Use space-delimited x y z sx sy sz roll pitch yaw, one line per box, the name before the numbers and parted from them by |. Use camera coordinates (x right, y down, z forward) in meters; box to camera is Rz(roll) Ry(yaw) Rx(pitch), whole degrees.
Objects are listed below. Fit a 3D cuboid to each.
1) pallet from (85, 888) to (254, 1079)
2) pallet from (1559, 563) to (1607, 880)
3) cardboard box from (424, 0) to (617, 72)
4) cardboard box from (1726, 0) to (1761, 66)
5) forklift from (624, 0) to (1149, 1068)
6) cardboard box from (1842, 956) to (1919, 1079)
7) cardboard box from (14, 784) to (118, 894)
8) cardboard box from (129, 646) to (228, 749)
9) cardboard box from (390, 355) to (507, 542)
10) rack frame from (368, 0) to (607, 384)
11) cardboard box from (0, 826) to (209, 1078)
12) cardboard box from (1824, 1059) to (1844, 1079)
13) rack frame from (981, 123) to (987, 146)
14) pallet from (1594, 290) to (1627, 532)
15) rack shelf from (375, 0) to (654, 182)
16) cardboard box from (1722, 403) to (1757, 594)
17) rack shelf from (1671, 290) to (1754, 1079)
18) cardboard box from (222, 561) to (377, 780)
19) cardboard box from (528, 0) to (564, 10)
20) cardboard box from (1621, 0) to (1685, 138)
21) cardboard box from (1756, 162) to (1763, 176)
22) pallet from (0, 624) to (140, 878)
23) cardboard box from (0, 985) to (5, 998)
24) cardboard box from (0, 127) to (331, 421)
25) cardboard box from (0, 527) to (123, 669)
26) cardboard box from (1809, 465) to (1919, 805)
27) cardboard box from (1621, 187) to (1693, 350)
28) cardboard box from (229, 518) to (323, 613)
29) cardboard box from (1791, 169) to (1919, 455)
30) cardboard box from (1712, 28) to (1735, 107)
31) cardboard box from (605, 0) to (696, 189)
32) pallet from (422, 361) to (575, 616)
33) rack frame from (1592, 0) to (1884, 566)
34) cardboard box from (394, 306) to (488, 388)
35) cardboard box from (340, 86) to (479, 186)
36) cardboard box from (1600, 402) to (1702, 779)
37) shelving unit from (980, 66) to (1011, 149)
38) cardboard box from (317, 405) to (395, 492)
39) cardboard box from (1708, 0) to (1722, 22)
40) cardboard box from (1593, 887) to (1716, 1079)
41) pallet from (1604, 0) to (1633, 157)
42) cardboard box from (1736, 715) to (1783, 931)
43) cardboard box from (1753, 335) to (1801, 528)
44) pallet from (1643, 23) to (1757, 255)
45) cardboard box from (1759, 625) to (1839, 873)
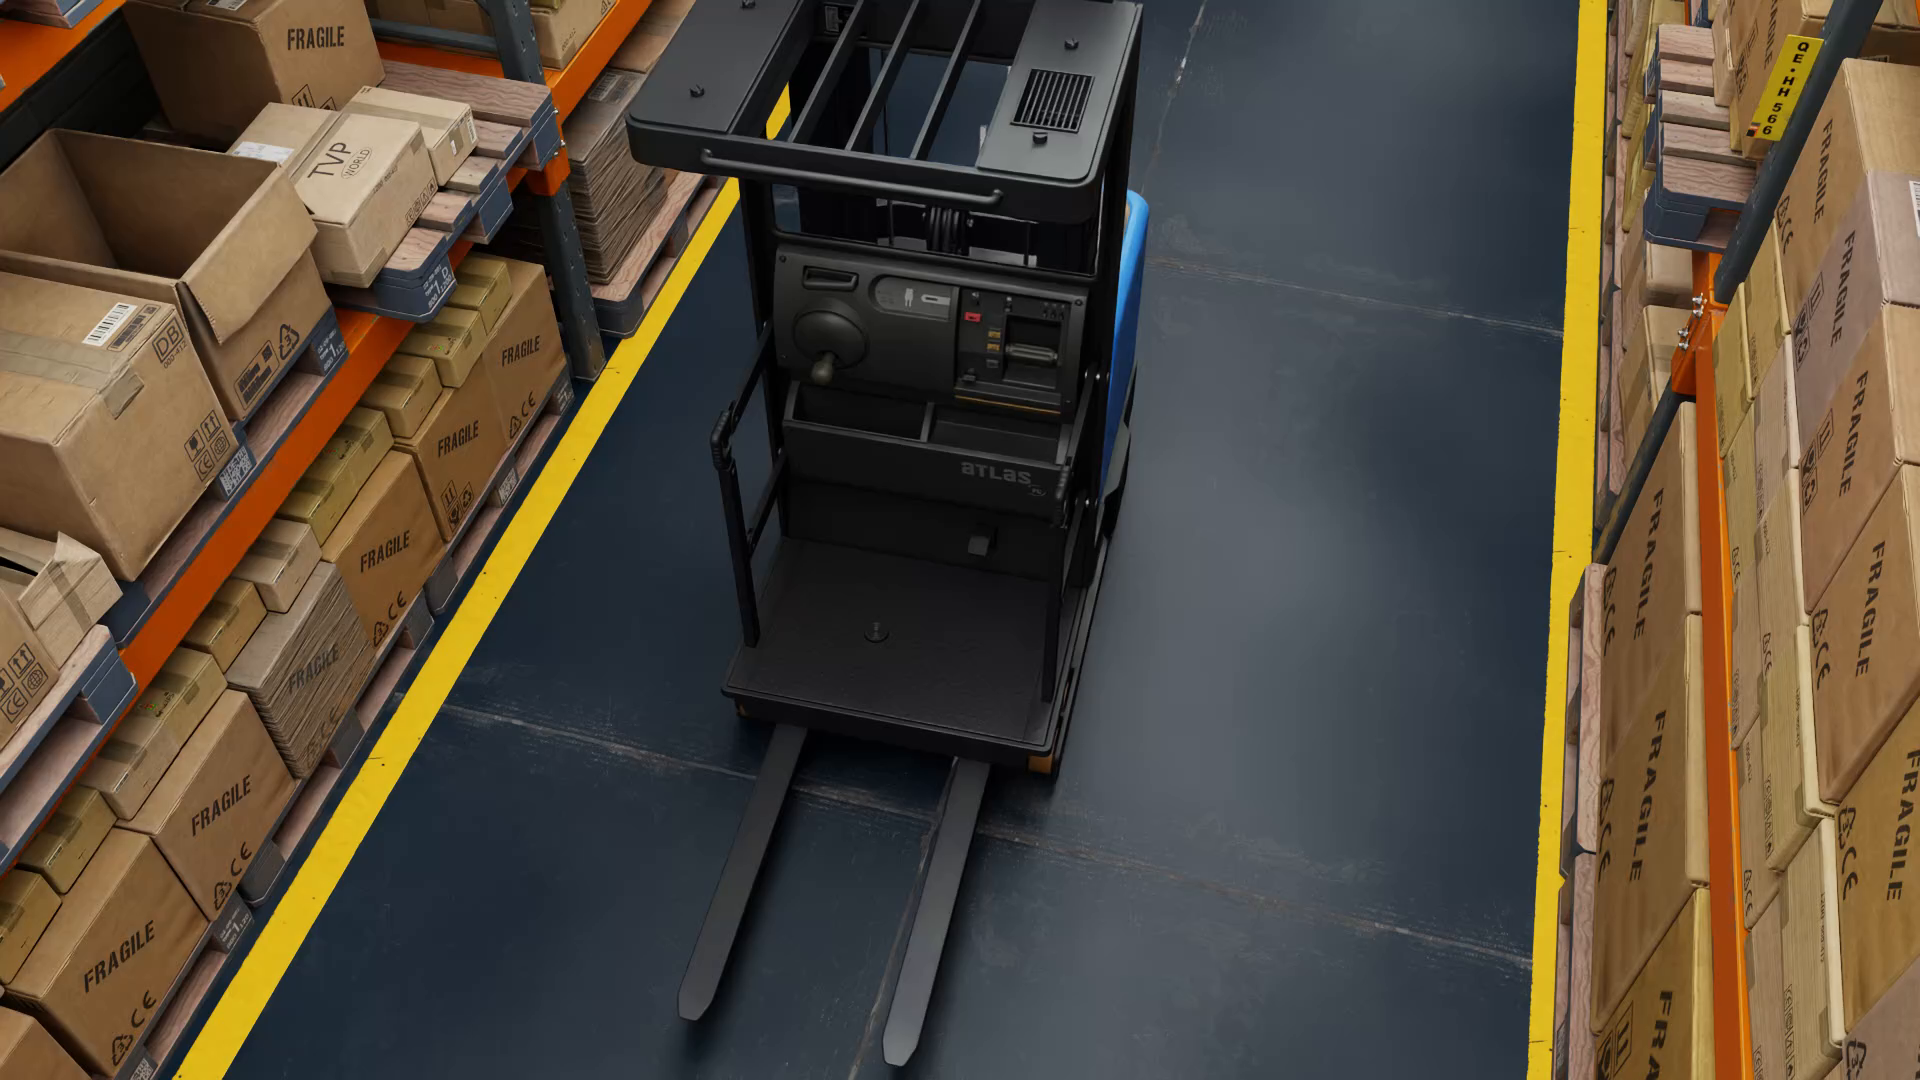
pallet | -2.837 1.443 4.835 1.003 0.211 1.213 12 50 10
pallet | 2.548 0.678 5.511 1.003 0.211 1.213 12 50 10
cardboard box | -1.609 -2.000 6.115 0.500 0.250 0.500 12 50 10
cardboard box | 2.805 -1.830 5.320 0.500 0.500 0.500 11 49 9
forklift | -0.141 -0.510 4.745 1.130 2.935 3.031 10 49 9
cardboard box | 1.779 0.981 2.650 0.500 0.500 0.500 12 50 11
cardboard box | -2.550 0.779 4.517 0.380 0.149 0.250 11 49 9
cardboard box | -2.380 0.426 4.828 0.380 0.149 0.250 13 50 11
cardboard box | -2.008 -0.380 5.972 0.500 0.500 0.500 11 49 9
rack frame | -1.962 -1.777 5.818 1.000 3.000 0.127 12 50 10
cardboard box | -2.540 1.112 4.655 0.500 0.500 0.500 11 49 10
cardboard box | 1.781 1.248 2.915 0.500 0.250 0.500 13 50 11
rack frame | 0.192 -1.072 6.391 0.240 1.200 0.015 10 49 9
pallet | 3.035 -0.442 6.500 1.003 0.211 1.213 12 50 10
rack shelf | -1.435 -2.985 7.364 1.077 0.370 4.000 12 50 10
cardboard box | 2.338 -0.071 4.412 0.500 0.250 0.500 10 49 9
rack shelf | 2.301 0.885 3.948 1.077 0.370 4.000 12 50 10
cardboard box | -2.262 0.378 5.303 0.500 0.500 0.500 10 49 9
cardboard box | -1.585 -2.160 5.923 0.500 0.250 0.500 12 50 10
cardboard box | 3.559 -2.062 7.542 0.950 0.372 0.625 14 50 12
cardboard box | 2.687 -1.139 5.142 0.380 0.149 0.250 13 50 11
pallet | -2.699 0.623 3.827 1.003 0.211 1.213 12 50 10
cardboard box | -2.665 1.167 4.173 0.380 0.149 0.250 10 49 9
cardboard box | -2.213 -0.733 4.547 0.797 0.503 0.637 11 49 9
cardboard box | -2.279 0.093 3.977 0.396 0.266 0.258 14 50 12
cardboard box | 2.054 0.241 3.303 0.500 0.500 0.500 12 50 11
cardboard box | 3.173 -1.012 6.615 0.950 0.372 0.625 11 49 9
cardboard box | -2.224 0.057 5.153 0.380 0.149 0.250 9 49 8
cardboard box | 2.341 -0.495 3.952 0.500 0.500 0.500 12 50 10
cardboard box | 2.711 -1.539 5.495 0.380 0.149 0.250 11 50 10
cardboard box | -1.620 -2.053 7.365 0.875 0.625 0.625 13 50 11
pallet | -2.195 -0.322 6.393 1.003 0.211 1.213 12 50 10
rack frame | 2.828 -0.800 4.955 1.000 3.000 0.127 12 50 10
cardboard box | -1.889 -0.693 5.815 0.380 0.149 0.250 9 49 8
cardboard box | -1.765 -1.282 5.268 0.380 0.149 0.250 12 50 11
cardboard box | 2.566 0.247 5.168 0.875 0.875 0.875 11 50 10
shelving unit | 0.247 -1.249 6.550 0.258 1.200 0.503 10 49 9
cardboard box | -2.115 -0.329 5.494 0.380 0.149 0.250 13 50 11
cardboard box | 2.844 -1.921 5.832 0.380 0.149 0.250 12 50 11
cardboard box | 2.091 1.538 4.029 0.875 0.875 0.875 13 50 11
pallet | 3.677 -2.207 8.057 1.003 0.211 1.213 12 50 10
cardboard box | 2.068 0.665 3.763 0.500 0.250 0.500 12 50 10
cardboard box | 2.319 -0.224 4.214 0.500 0.250 0.500 13 50 11
pallet | 2.913 -1.273 5.501 1.213 0.211 1.003 12 50 10
cardboard box | 2.030 0.498 3.577 0.500 0.250 0.500 12 50 11
